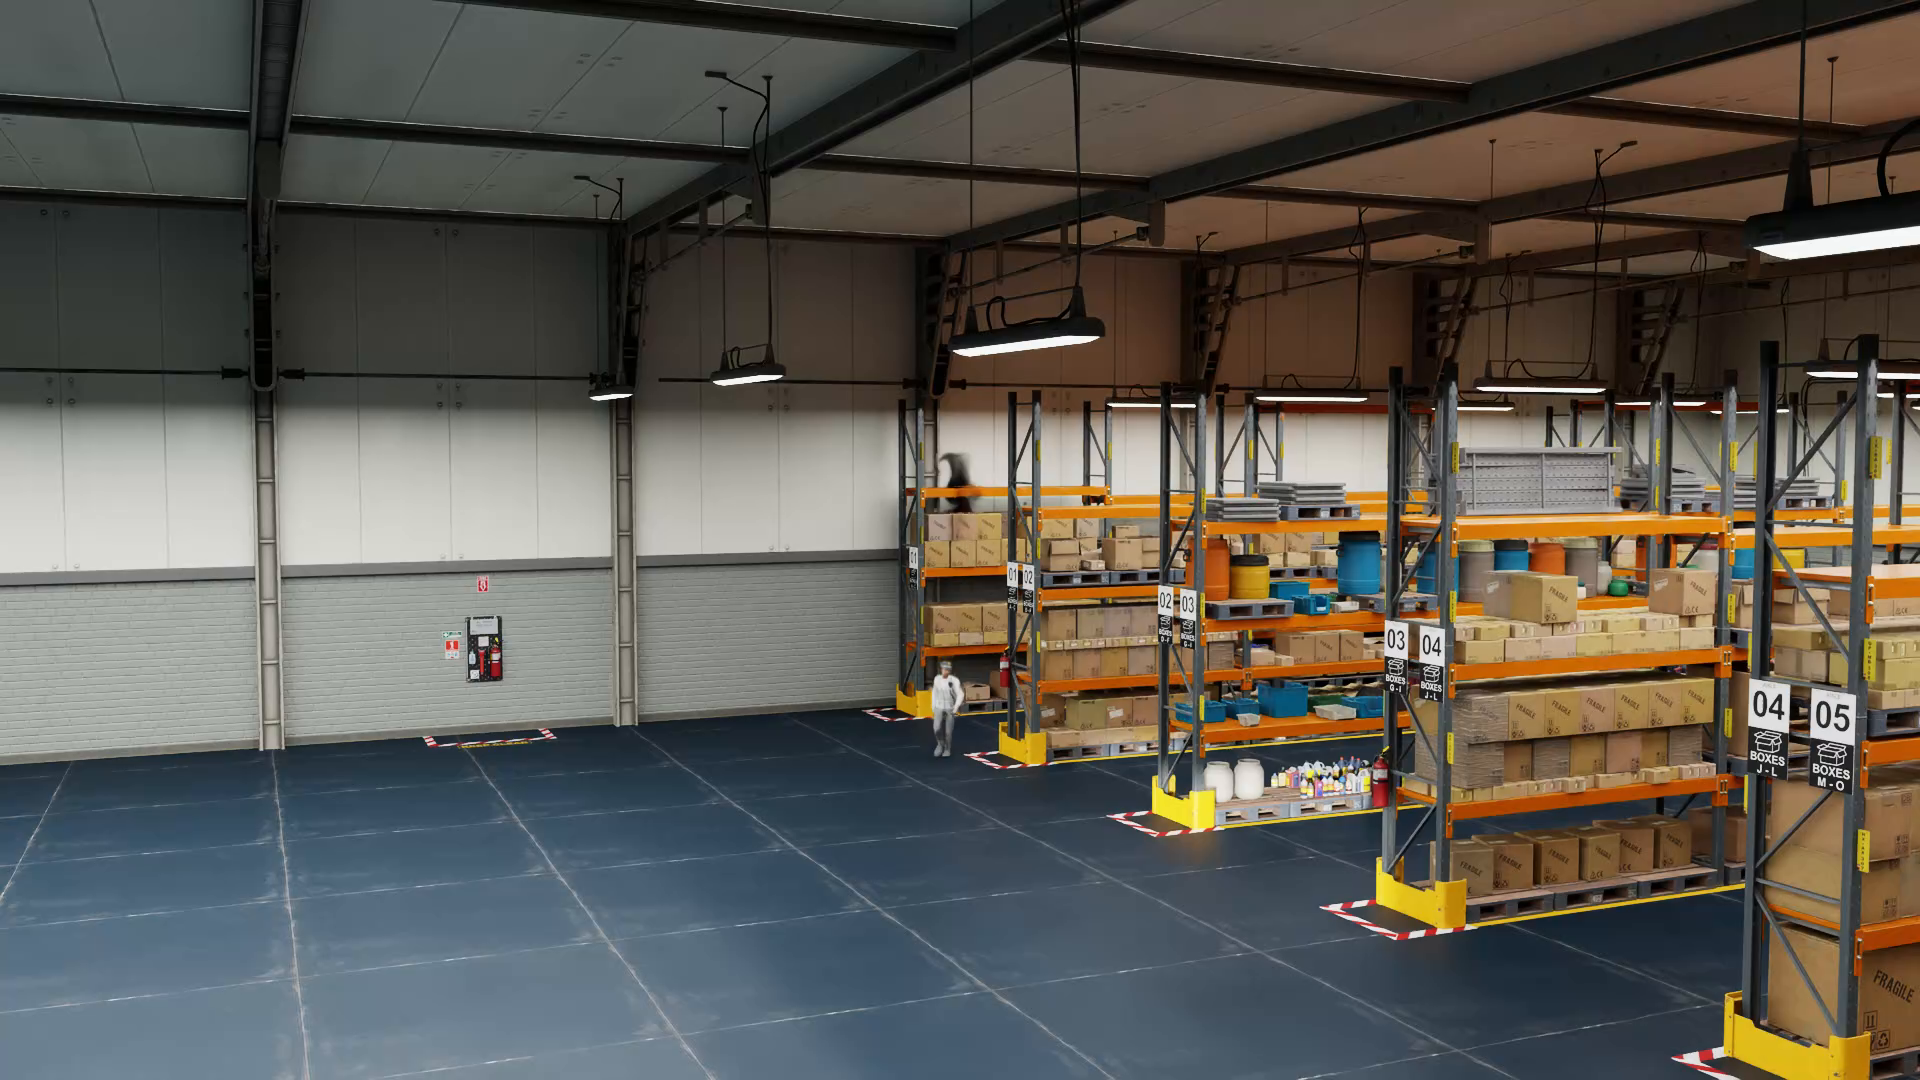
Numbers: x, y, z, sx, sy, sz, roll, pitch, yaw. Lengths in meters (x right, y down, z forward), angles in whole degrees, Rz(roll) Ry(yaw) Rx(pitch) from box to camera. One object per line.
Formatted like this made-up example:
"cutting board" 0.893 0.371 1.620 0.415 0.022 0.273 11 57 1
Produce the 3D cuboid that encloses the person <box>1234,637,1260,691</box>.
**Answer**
"person" 5.677 2.570 32.513 0.568 1.448 1.094 3 4 38

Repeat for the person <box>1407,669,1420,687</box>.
"person" 8.815 2.425 32.303 0.721 1.734 0.728 -2 4 -35

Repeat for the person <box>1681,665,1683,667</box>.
"person" 12.763 2.639 29.130 0.774 1.621 0.558 -1 4 -18

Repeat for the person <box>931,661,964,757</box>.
"person" -0.217 2.760 27.056 0.592 1.619 0.735 0 3 8
